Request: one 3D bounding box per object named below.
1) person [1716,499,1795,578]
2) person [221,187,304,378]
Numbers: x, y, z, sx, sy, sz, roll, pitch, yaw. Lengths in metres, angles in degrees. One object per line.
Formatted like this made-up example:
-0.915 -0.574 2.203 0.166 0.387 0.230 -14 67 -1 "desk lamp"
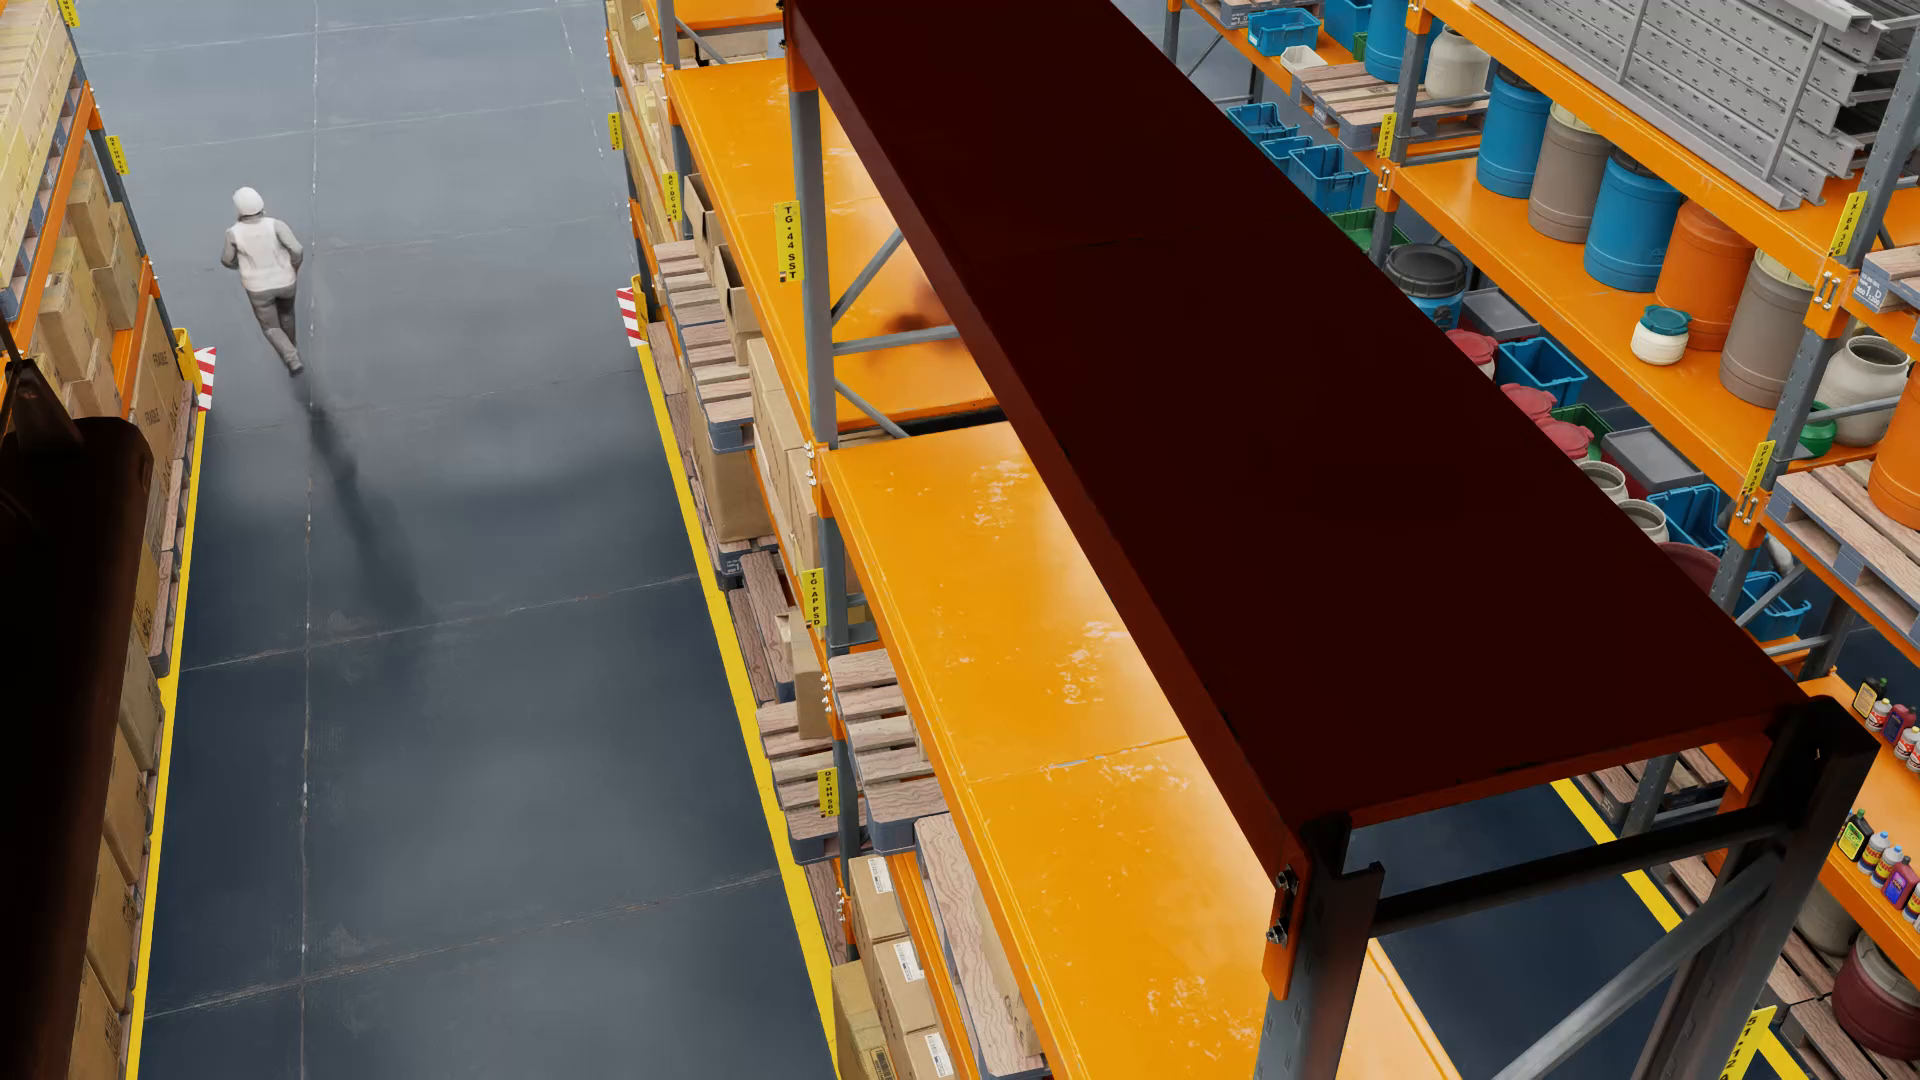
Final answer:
5.923 -0.515 12.063 0.686 1.789 1.030 -11 40 -13 "person"
-5.867 -2.149 14.153 0.620 1.791 1.109 -23 44 -26 "person"
